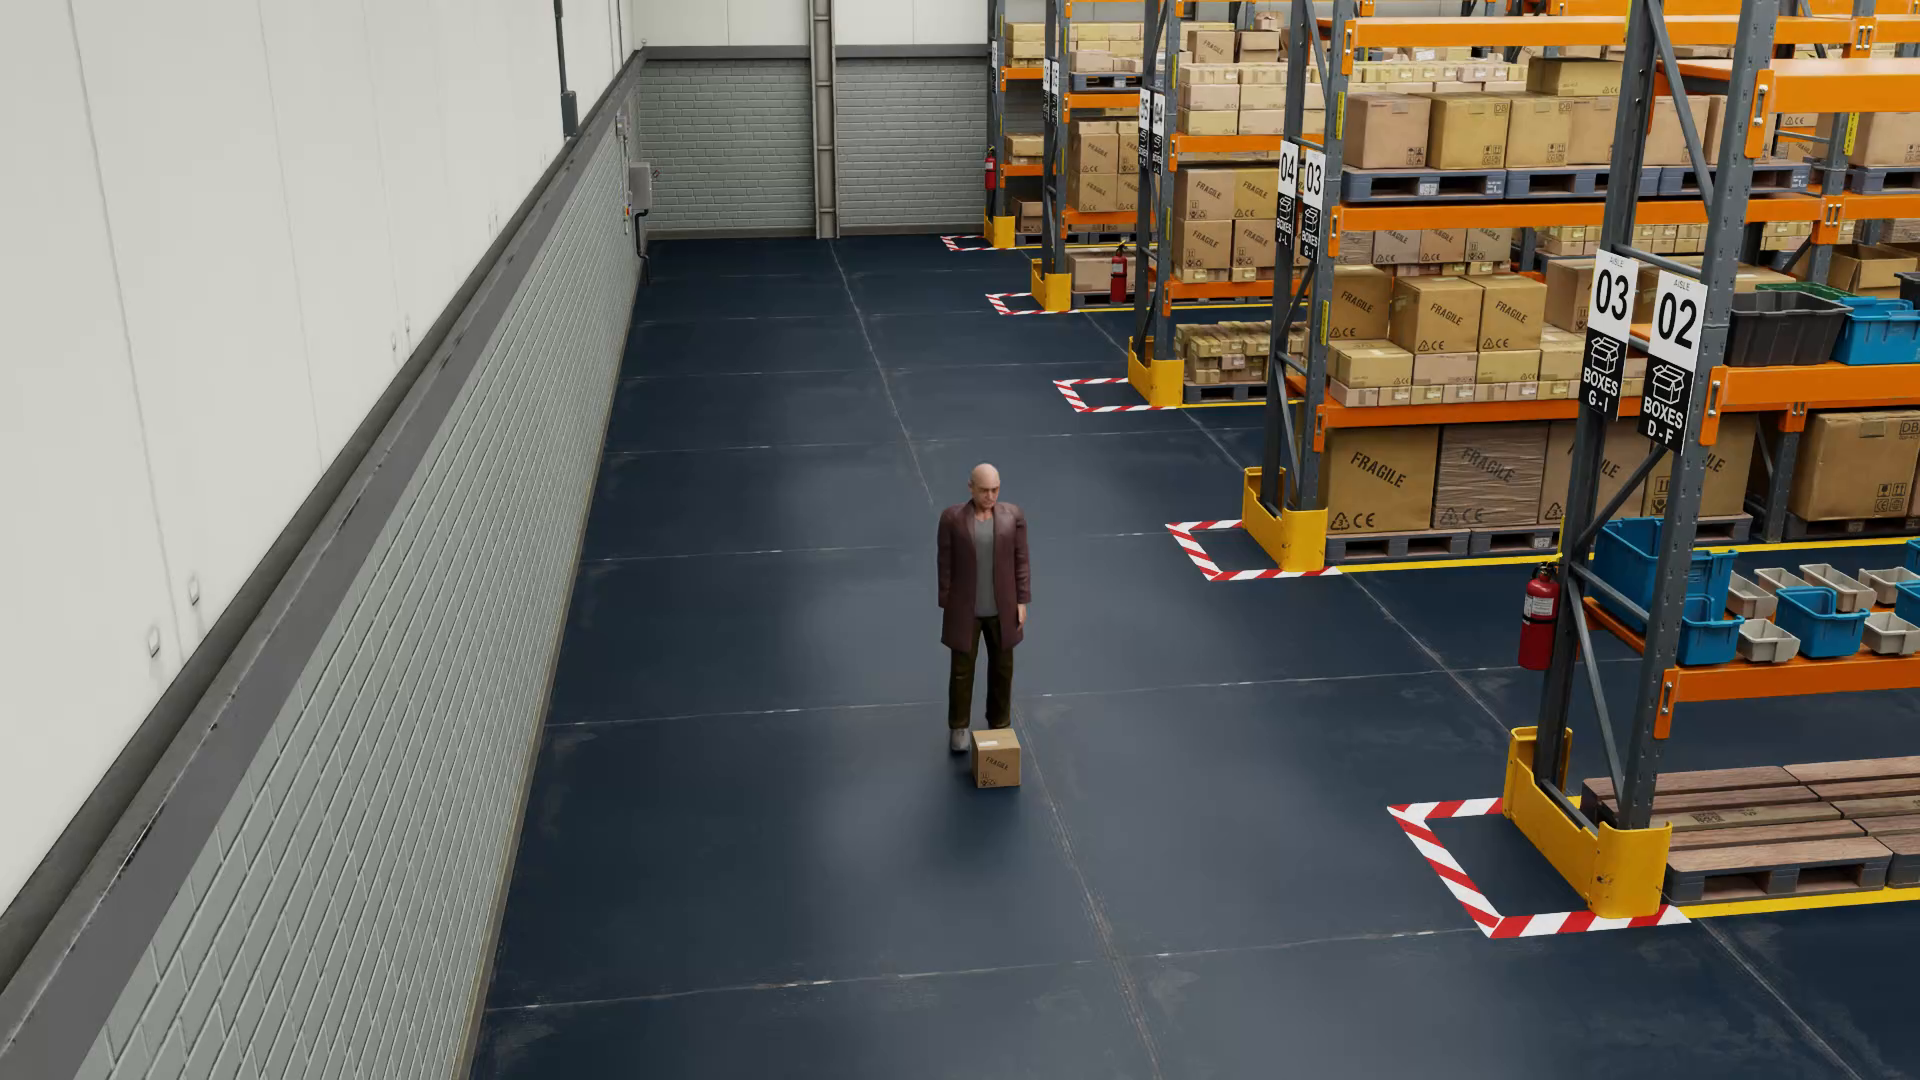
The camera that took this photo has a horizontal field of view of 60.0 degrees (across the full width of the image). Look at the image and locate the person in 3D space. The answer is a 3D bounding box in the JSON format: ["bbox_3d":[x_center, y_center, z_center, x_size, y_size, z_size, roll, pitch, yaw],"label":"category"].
[{"bbox_3d":[0.167,0.581,10.004,0.631,1.423,0.719,-3,20,-8],"label":"person"}]
